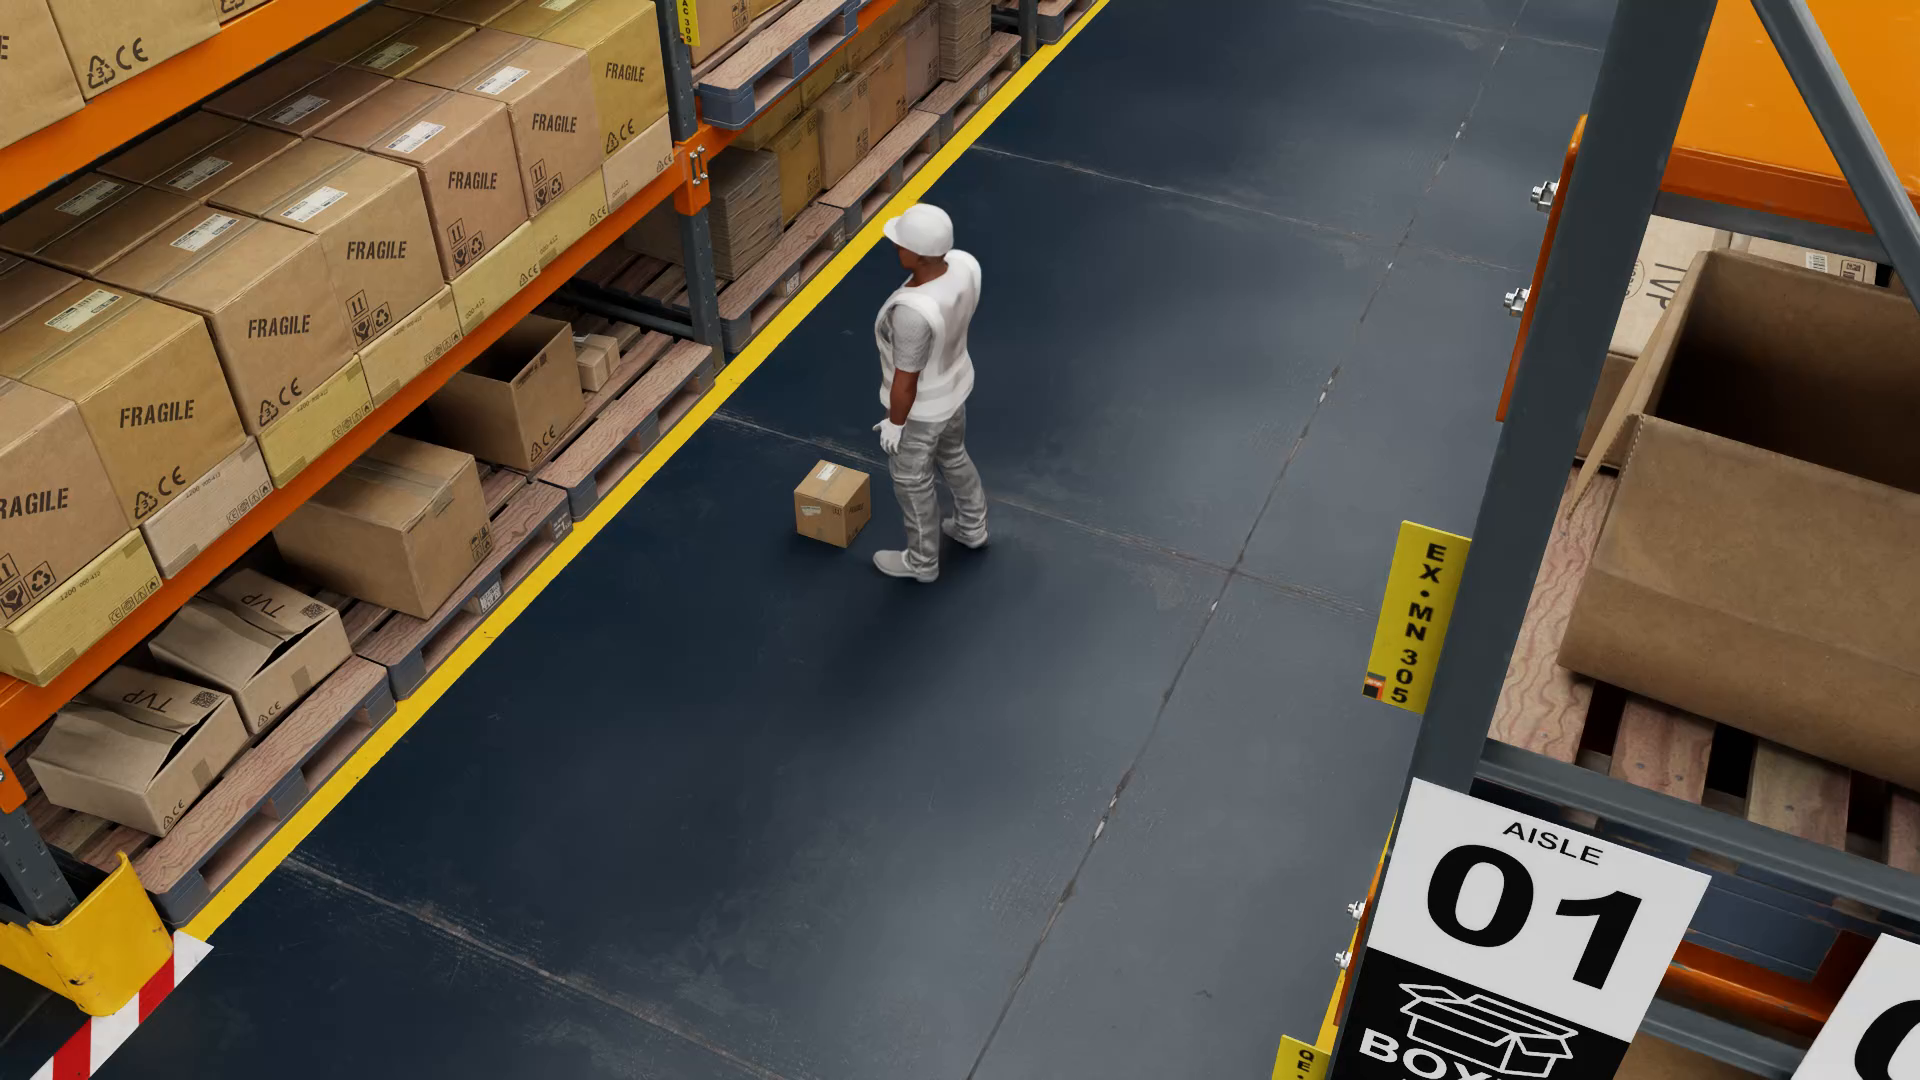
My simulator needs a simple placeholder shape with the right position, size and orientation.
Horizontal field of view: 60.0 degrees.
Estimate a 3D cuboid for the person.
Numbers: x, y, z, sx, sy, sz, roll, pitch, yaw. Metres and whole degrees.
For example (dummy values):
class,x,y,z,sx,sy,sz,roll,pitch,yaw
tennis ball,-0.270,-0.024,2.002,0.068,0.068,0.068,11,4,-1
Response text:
class,x,y,z,sx,sy,sz,roll,pitch,yaw
person,-0.139,-0.576,6.826,0.408,1.837,0.588,18,45,19
